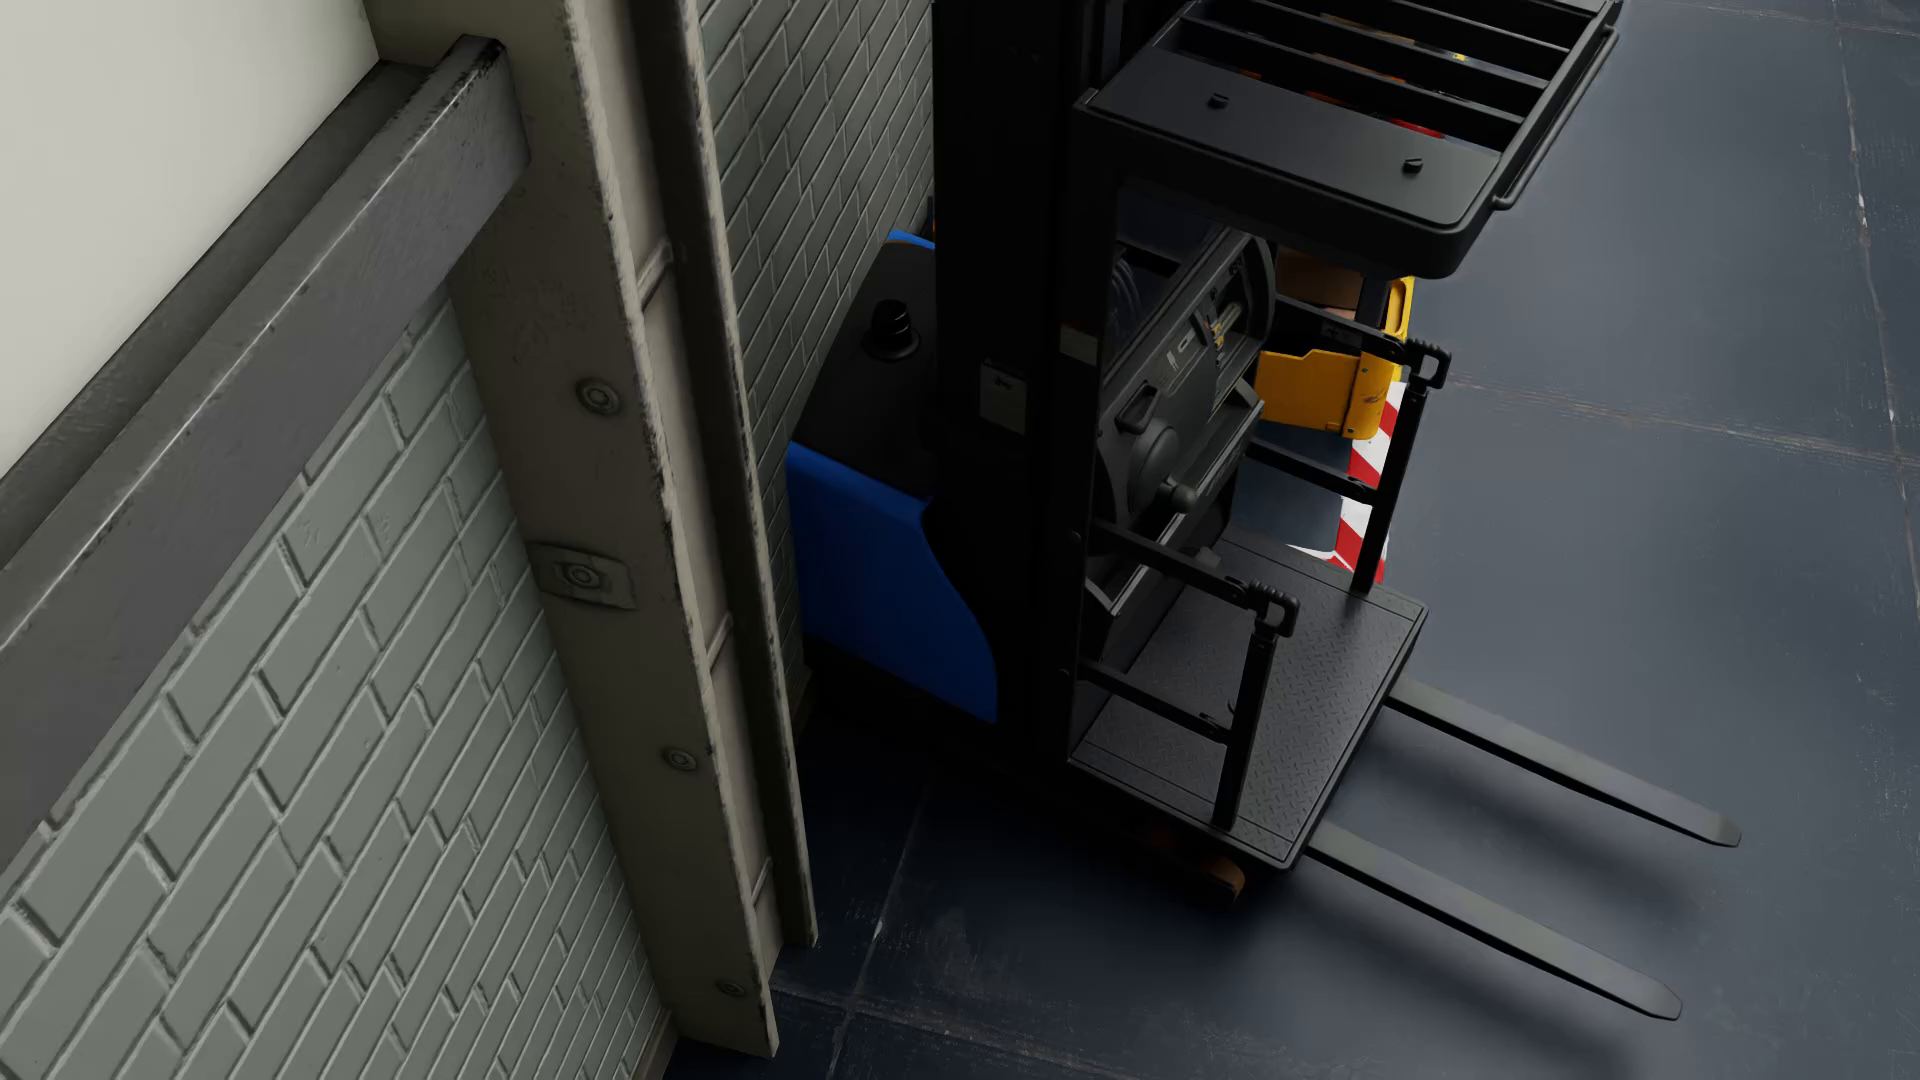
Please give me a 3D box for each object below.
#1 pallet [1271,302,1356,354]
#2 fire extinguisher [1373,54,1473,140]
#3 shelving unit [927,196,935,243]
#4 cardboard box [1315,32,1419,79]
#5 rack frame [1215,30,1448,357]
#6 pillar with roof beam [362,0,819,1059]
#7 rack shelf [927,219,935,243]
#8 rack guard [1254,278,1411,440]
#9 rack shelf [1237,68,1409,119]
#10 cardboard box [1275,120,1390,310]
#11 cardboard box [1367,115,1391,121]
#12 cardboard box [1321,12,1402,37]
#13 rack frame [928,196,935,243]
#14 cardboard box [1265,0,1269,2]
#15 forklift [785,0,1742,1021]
[{"bbox_3d":[1.205,-1.239,6.703,1.003,0.211,1.213,12,50,10],"label":"pallet"},{"bbox_3d":[1.383,-1.184,5.094,0.296,0.674,0.183,12,50,10],"label":"fire extinguisher"},{"bbox_3d":[0.026,-0.818,5.770,0.215,1.050,0.252,12,49,10],"label":"shelving unit"},{"bbox_3d":[1.327,-1.631,5.356,0.380,0.149,0.250,11,50,10],"label":"cardboard box"},{"bbox_3d":[0.976,-1.530,5.100,1.000,3.000,0.127,12,50,10],"label":"rack frame"},{"bbox_3d":[3.550,-0.894,0.537,9.100,9.000,0.400,12,50,10],"label":"pillar with roof beam"},{"bbox_3d":[0.027,-0.999,5.567,0.215,0.259,0.240,12,49,10],"label":"rack shelf"},{"bbox_3d":[0.996,-0.758,6.086,1.175,0.500,0.348,12,50,10],"label":"rack guard"},{"bbox_3d":[1.502,-2.739,6.647,1.077,0.370,4.000,12,50,10],"label":"rack shelf"},{"bbox_3d":[1.228,-1.267,6.252,0.797,0.503,0.637,10,49,9],"label":"cardboard box"},{"bbox_3d":[1.491,-1.877,6.793,0.700,0.500,0.500,13,50,12],"label":"cardboard box"},{"bbox_3d":[1.355,-1.854,5.287,0.500,0.250,0.500,12,50,10],"label":"cardboard box"},{"bbox_3d":[-0.007,-0.730,5.692,0.200,1.050,0.008,12,49,10],"label":"rack frame"},{"bbox_3d":[0.841,-1.964,5.385,0.500,0.250,0.500,13,50,11],"label":"cardboard box"},{"bbox_3d":[0.756,-0.371,4.123,3.031,2.935,1.130,25,53,20],"label":"forklift"}]
